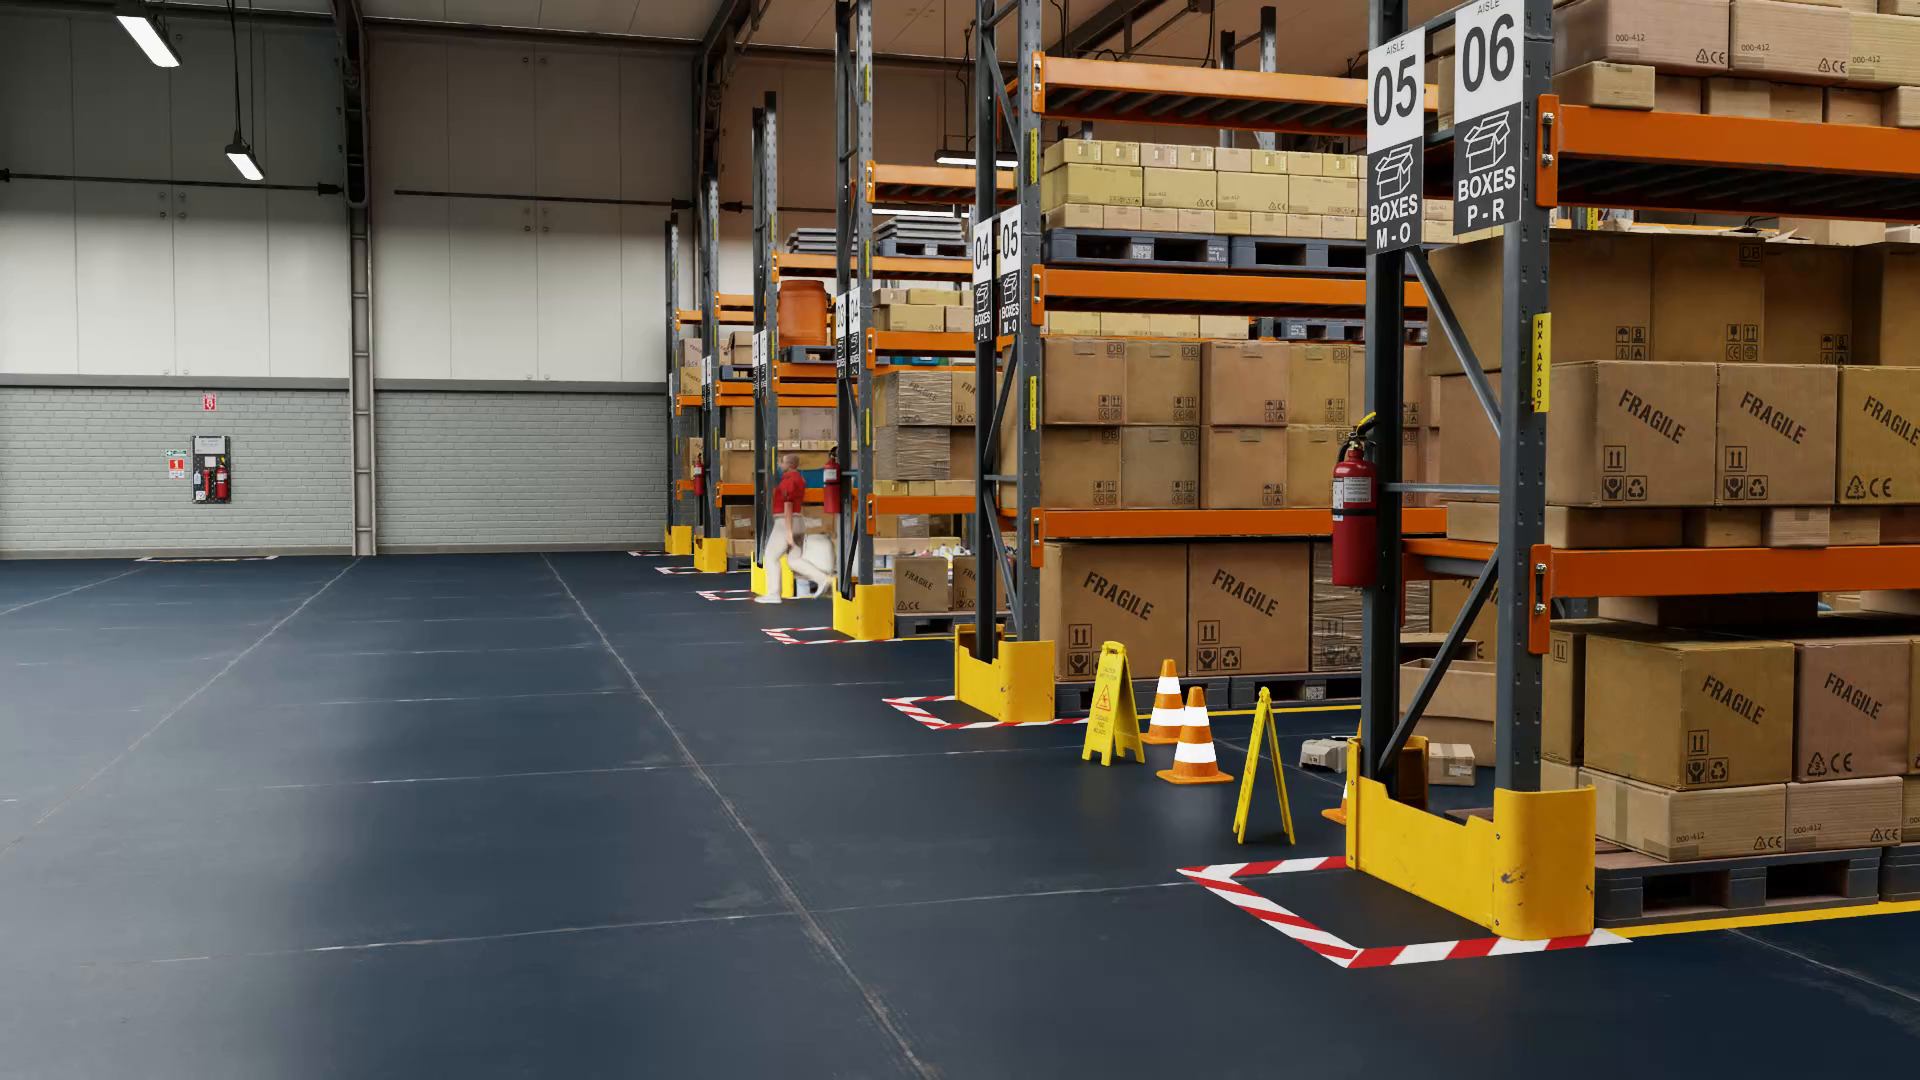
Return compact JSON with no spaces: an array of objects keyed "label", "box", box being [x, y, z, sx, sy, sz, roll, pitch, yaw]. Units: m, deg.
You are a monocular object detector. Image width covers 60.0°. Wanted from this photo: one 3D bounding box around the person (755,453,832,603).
[{"label":"person","box":[-1.886,-0.135,18.726,0.862,1.688,0.529,1,3,19]}]
